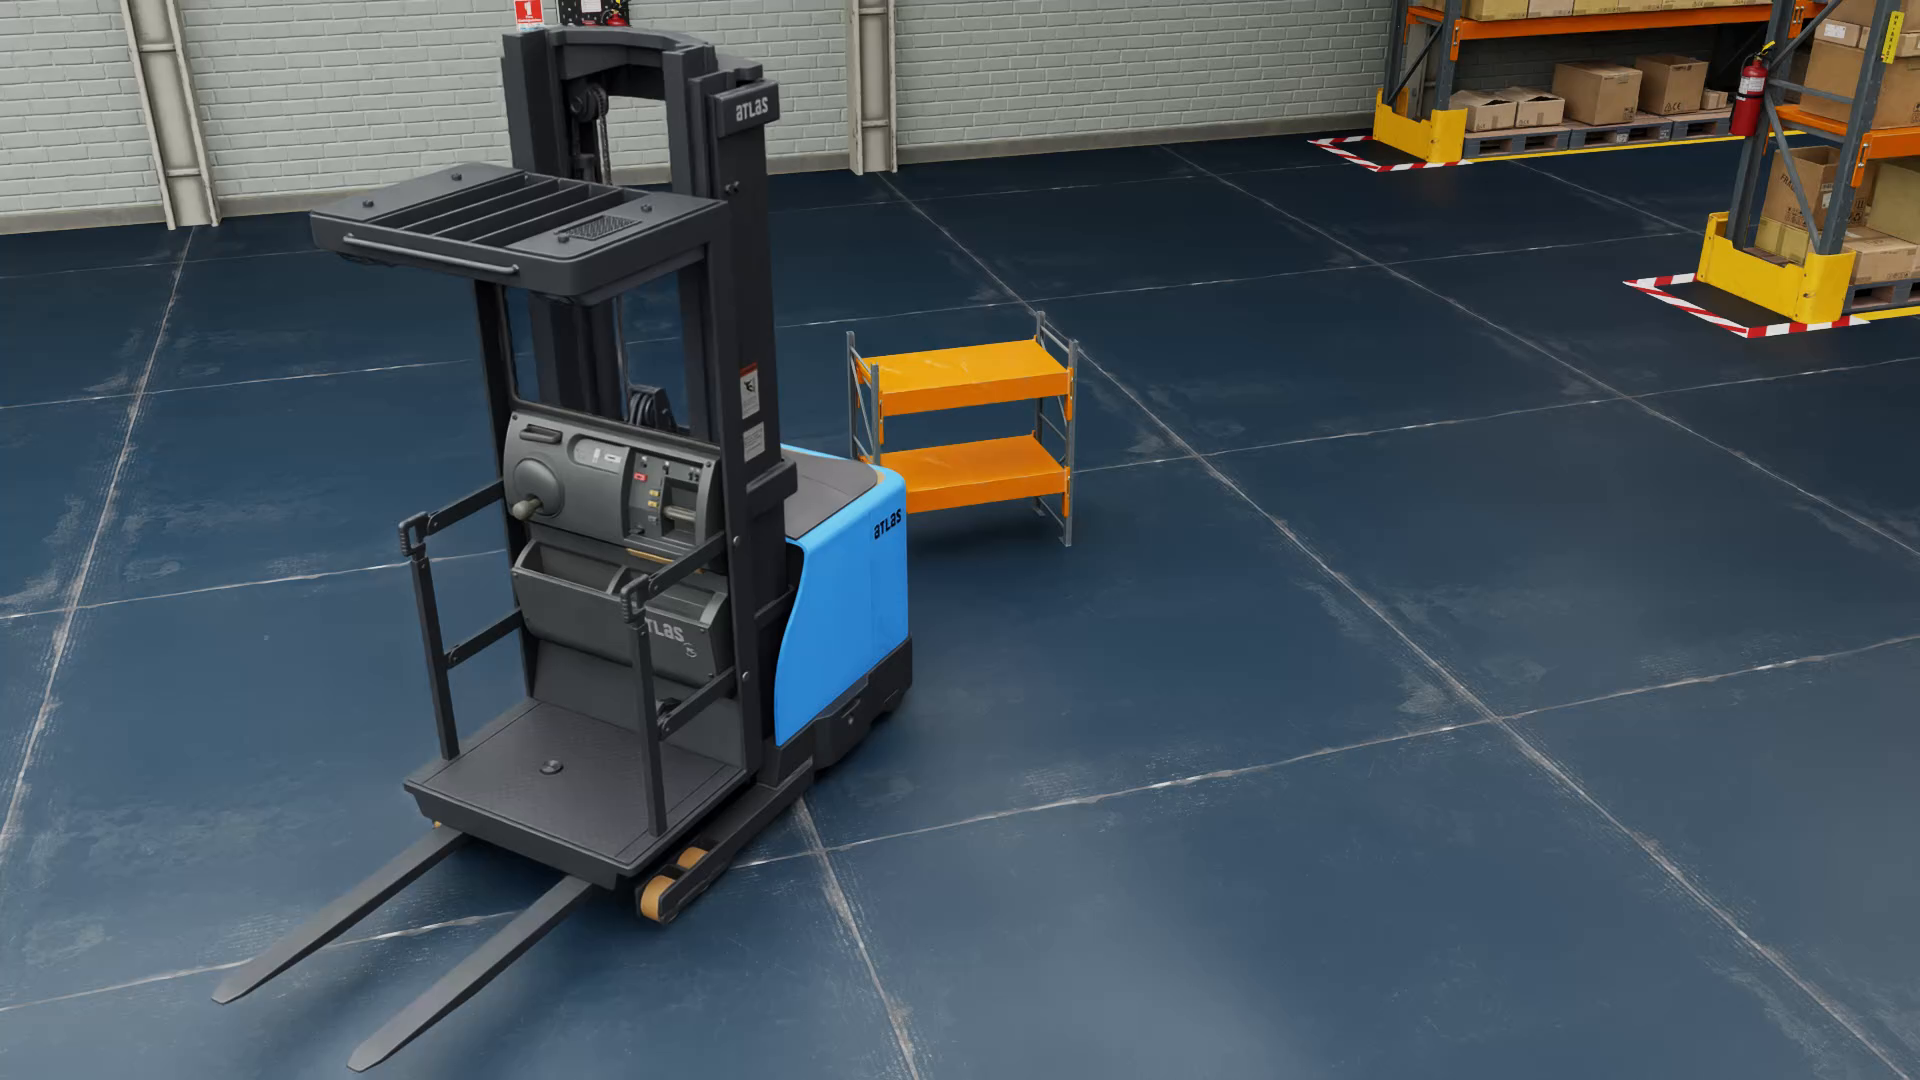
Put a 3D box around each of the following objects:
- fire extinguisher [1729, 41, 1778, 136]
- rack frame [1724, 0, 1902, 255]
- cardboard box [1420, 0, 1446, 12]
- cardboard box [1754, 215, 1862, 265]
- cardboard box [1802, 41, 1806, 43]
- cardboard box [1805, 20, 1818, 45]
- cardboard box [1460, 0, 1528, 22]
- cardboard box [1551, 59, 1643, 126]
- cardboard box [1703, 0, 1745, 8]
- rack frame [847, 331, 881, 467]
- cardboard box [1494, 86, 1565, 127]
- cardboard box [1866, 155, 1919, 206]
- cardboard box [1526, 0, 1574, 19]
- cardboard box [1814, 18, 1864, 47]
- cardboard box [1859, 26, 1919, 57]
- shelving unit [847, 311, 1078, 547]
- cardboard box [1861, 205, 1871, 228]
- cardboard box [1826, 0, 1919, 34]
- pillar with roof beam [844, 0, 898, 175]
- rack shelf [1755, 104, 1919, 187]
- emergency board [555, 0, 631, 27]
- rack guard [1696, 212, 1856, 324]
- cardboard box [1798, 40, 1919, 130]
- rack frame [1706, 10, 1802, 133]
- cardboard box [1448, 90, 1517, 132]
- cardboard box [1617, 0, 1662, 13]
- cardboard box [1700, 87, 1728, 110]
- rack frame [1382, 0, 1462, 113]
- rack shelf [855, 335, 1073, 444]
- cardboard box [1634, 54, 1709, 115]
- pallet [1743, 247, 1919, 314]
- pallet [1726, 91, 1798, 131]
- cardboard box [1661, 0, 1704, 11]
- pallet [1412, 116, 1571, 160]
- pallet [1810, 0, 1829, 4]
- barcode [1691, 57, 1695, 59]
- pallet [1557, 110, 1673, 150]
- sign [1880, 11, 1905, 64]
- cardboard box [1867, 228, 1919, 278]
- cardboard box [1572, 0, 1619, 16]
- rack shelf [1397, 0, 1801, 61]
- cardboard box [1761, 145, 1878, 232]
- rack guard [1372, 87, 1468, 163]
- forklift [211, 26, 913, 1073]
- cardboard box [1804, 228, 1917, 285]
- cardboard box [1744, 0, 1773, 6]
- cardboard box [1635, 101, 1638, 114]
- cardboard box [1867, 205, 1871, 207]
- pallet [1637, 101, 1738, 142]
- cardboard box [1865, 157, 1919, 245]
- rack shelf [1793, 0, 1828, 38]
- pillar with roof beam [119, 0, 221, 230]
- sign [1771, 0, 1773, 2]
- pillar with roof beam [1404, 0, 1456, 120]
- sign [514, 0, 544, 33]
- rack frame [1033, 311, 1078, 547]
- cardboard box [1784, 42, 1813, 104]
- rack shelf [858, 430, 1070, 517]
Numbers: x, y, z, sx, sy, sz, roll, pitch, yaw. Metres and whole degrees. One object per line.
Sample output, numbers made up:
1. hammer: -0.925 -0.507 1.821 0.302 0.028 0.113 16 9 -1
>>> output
1. fire extinguisher: 5.762 -3.292 12.095 0.183 0.674 0.296 -8 28 -16
2. rack frame: 6.018 -3.146 11.715 0.127 3.000 1.000 -8 28 -16
3. cardboard box: 4.865 -5.329 16.256 0.500 0.250 0.500 -8 27 -15
4. cardboard box: 6.437 -2.302 12.633 0.500 0.250 0.500 -8 28 -16
5. cardboard box: 9.454 -5.069 17.904 0.500 0.500 0.700 -9 28 -17
6. cardboard box: 9.396 -5.375 17.677 0.500 0.250 0.500 -9 28 -17
7. cardboard box: 5.043 -5.115 15.826 0.500 0.250 0.500 -9 28 -18
8. cardboard box: 6.421 -4.533 16.825 0.500 0.500 0.700 -10 28 -19
9. cardboard box: 7.451 -5.474 16.550 0.500 0.250 0.500 -8 28 -16
10. rack frame: -0.477 -0.435 8.361 0.032 1.125 0.500 -8 28 -16
11. cardboard box: 5.708 -4.369 16.706 0.500 0.311 0.500 -6 27 -12
12. cardboard box: 7.382 -2.782 12.758 0.500 0.500 0.500 -8 28 -16
13. cardboard box: 5.532 -5.193 15.982 0.500 0.250 0.500 -9 28 -18
14. cardboard box: 6.322 -3.615 11.816 0.250 0.149 0.380 -9 28 -17
15. cardboard box: 6.458 -3.445 11.474 0.250 0.149 0.380 -8 28 -16
16. shelving unit: 0.006 -0.505 8.502 1.048 1.125 0.538 -8 28 -16
17. cardboard box: 6.908 -2.376 12.782 0.500 0.250 0.500 -8 28 -16
18. cardboard box: 6.516 -3.838 11.537 0.500 0.500 0.700 -8 28 -16
19. pillar with roof beam: 0.506 -5.743 10.199 0.400 9.000 9.100 -8 28 -16
20. rack shelf: 7.920 -3.100 12.429 4.000 0.370 1.077 -8 28 -16
21. emergency board: -3.188 -4.552 14.546 0.643 1.169 0.194 -8 28 -16
22. rack guard: 5.995 -2.024 12.264 0.348 0.500 1.175 -8 28 -16
23. cardboard box: 6.466 -3.250 11.811 0.500 0.500 0.700 -8 28 -16
24. rack frame: 8.284 -5.791 17.042 0.127 3.000 1.000 -8 28 -16
25. cardboard box: 5.166 -4.290 16.548 0.500 0.311 0.500 -12 29 -22
26. cardboard box: 6.500 -5.329 16.257 0.500 0.250 0.500 -8 28 -16
27. cardboard box: 7.784 -4.633 17.400 0.250 0.166 0.380 -12 29 -23
28. rack frame: 4.481 -5.240 15.932 0.127 3.000 1.000 -8 28 -16
29. rack shelf: 0.006 -0.767 8.372 1.000 0.278 0.538 -8 28 -16
30. cardboard box: 7.309 -4.709 17.178 0.500 0.500 0.500 -10 28 -20
31. pallet: 6.732 -2.021 12.582 1.213 0.211 1.003 -8 28 -16
32. pallet: 9.024 -4.650 17.879 1.213 0.211 1.003 -8 28 -16
33. cardboard box: 6.978 -5.399 16.397 0.500 0.250 0.500 -8 28 -16
34. pallet: 5.336 -4.099 16.769 1.213 0.211 1.003 -8 28 -16
35. pallet: 9.056 -5.749 17.173 1.213 0.211 1.003 -8 28 -16
36. barcode: 7.696 -5.039 17.483 0.075 0.075 0.001 -8 28 -16
37. pallet: 6.494 -4.265 17.104 1.213 0.211 1.003 -8 28 -16
38. sign: 6.184 -3.334 11.030 0.005 0.325 0.100 -8 28 -16
39. cardboard box: 7.071 -2.153 12.334 0.500 0.250 0.500 -8 28 -16
40. cardboard box: 6.018 -5.260 16.119 0.500 0.250 0.500 -9 28 -17
41. rack shelf: 6.382 -5.194 16.647 4.000 0.370 1.077 -8 28 -16
42. cardboard box: 6.436 -2.639 12.468 0.500 0.500 0.500 -8 28 -16
43. rack guard: 4.553 -4.131 16.509 0.348 0.500 1.175 -8 28 -16
44. forklift: -1.366 -0.168 5.793 1.130 2.935 3.031 14 30 26
45. cardboard box: 6.597 -2.083 12.192 0.500 0.250 0.500 -8 28 -16
46. cardboard box: 7.927 -5.540 16.681 0.500 0.250 0.500 -8 28 -16
47. cardboard box: 6.757 -4.500 17.151 0.250 0.149 0.380 -11 28 -20
48. cardboard box: 7.383 -2.445 12.922 0.500 0.250 0.500 -8 28 -16
49. pallet: 7.656 -4.435 17.446 1.213 0.211 1.003 -8 28 -16
50. cardboard box: 7.072 -2.488 12.165 0.500 0.500 0.500 -8 28 -16
51. rack shelf: 10.186 -5.744 17.757 4.000 0.370 1.077 -8 28 -16
52. pillar with roof beam: -5.199 -4.917 8.534 0.400 9.000 9.100 -8 28 -16
53. sign: 5.863 -4.002 11.870 0.005 0.325 0.100 -8 28 -16
54. pillar with roof beam: 6.211 -6.569 11.863 0.400 9.000 9.100 -8 28 -16
55. sign: -3.746 -4.536 14.473 0.234 0.329 0.001 -8 28 -16
56. rack frame: 0.490 -0.575 8.643 0.032 1.125 0.500 -8 28 -16
57. cardboard box: 8.979 -4.977 17.718 0.500 0.500 0.700 -7 27 -14
58. rack shelf: 0.006 -0.286 8.610 1.000 0.278 0.538 -8 28 -16
